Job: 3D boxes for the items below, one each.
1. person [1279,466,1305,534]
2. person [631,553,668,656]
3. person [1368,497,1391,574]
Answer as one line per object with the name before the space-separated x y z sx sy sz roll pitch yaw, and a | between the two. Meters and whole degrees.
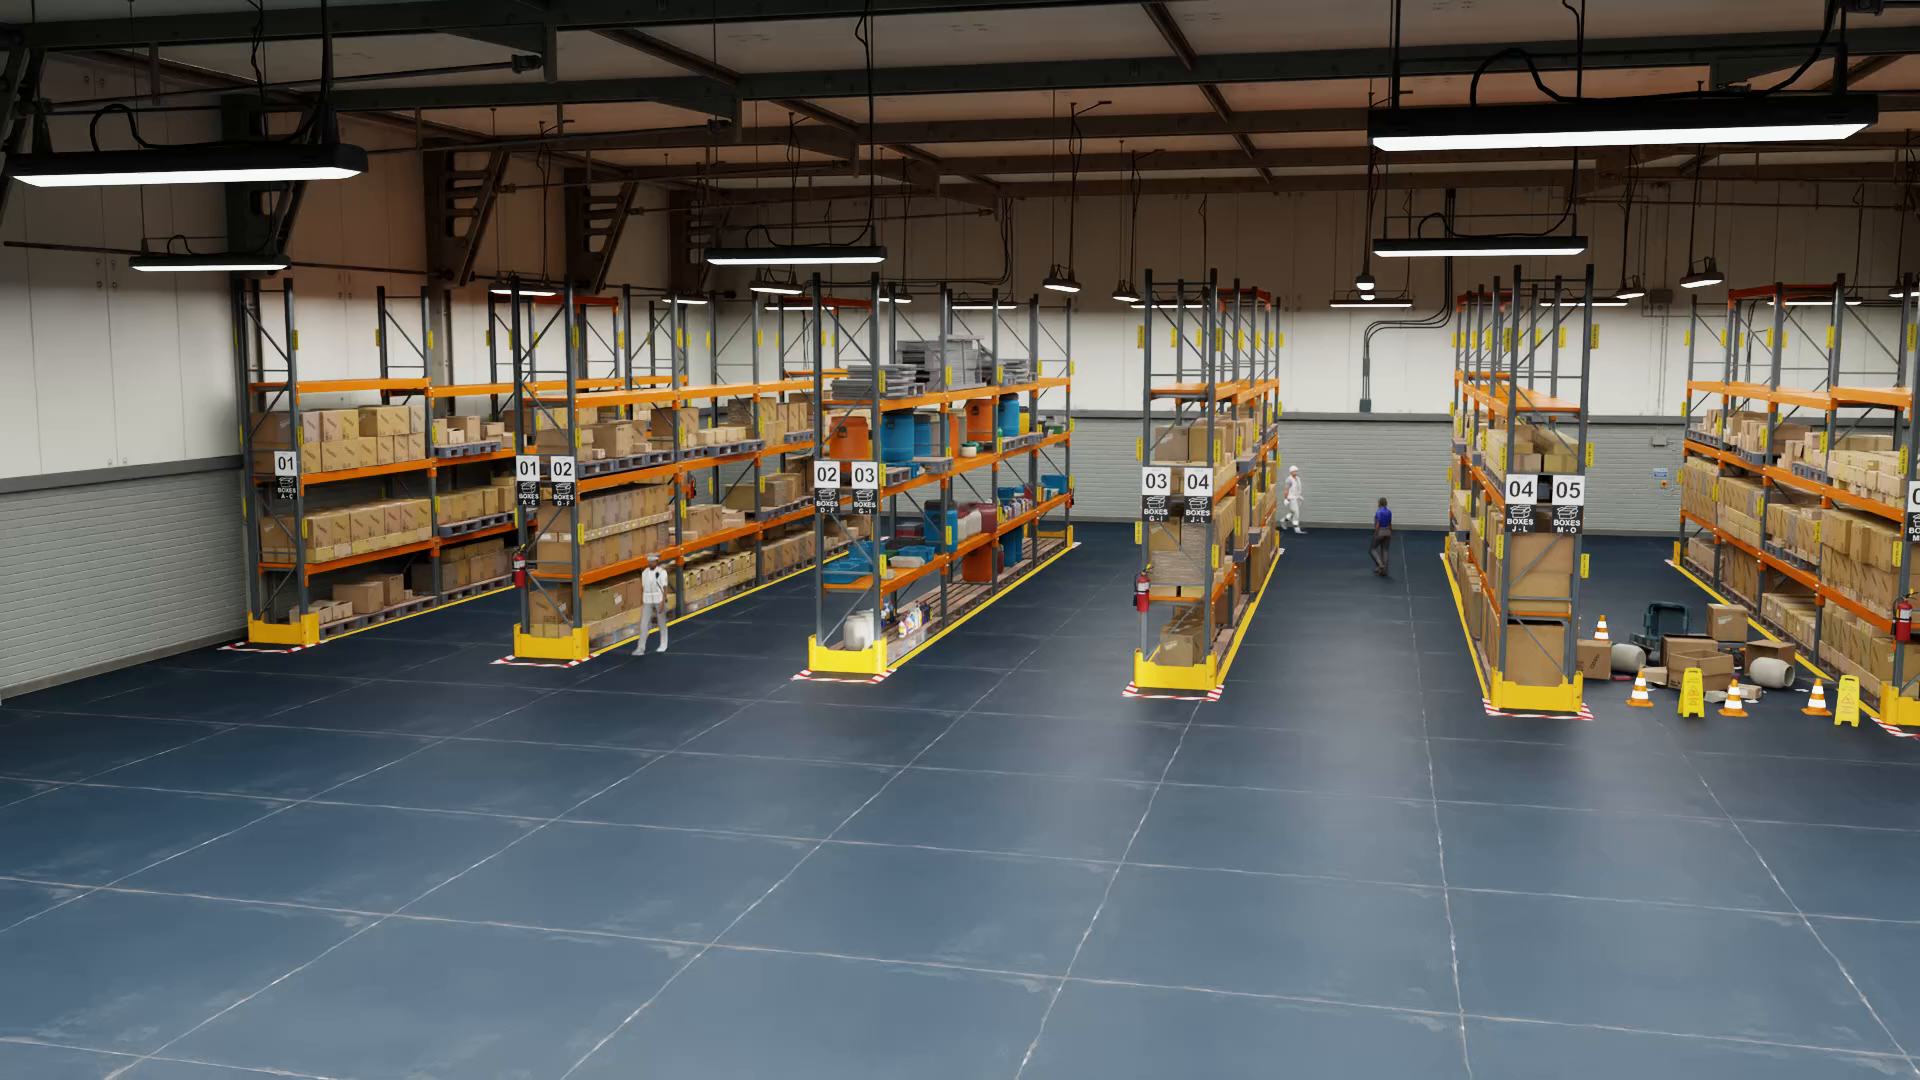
person | 8.635 -1.054 43.195 0.590 1.777 0.867 -6 9 -42
person | -4.903 1.009 26.421 0.509 1.630 0.950 0 7 1
person | 9.053 -0.091 35.660 0.503 1.657 0.427 -4 8 -29
